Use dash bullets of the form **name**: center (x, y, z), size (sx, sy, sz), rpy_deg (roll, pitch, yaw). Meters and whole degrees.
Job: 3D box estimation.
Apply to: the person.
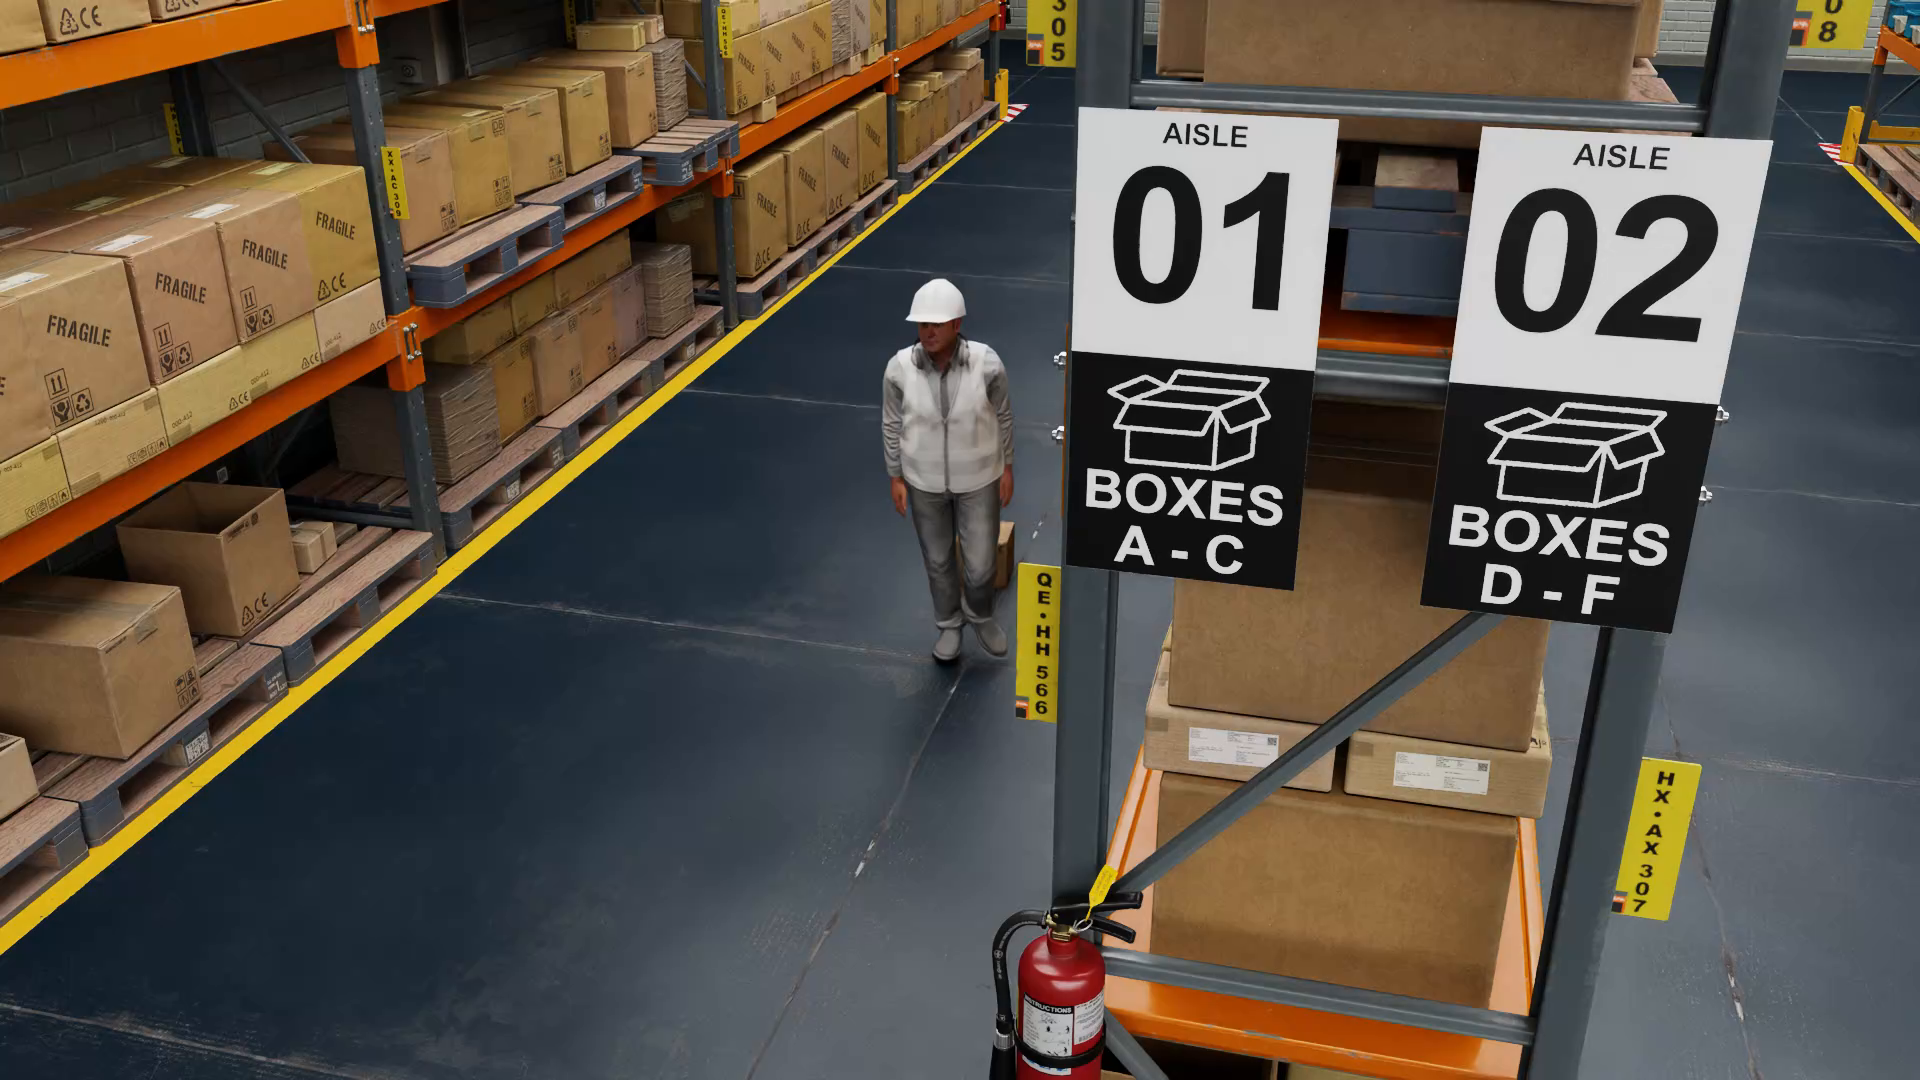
- **person**: center (-0.052, -0.276, 7.124), size (0.560, 1.760, 0.488), rpy_deg (3, 25, 7)
